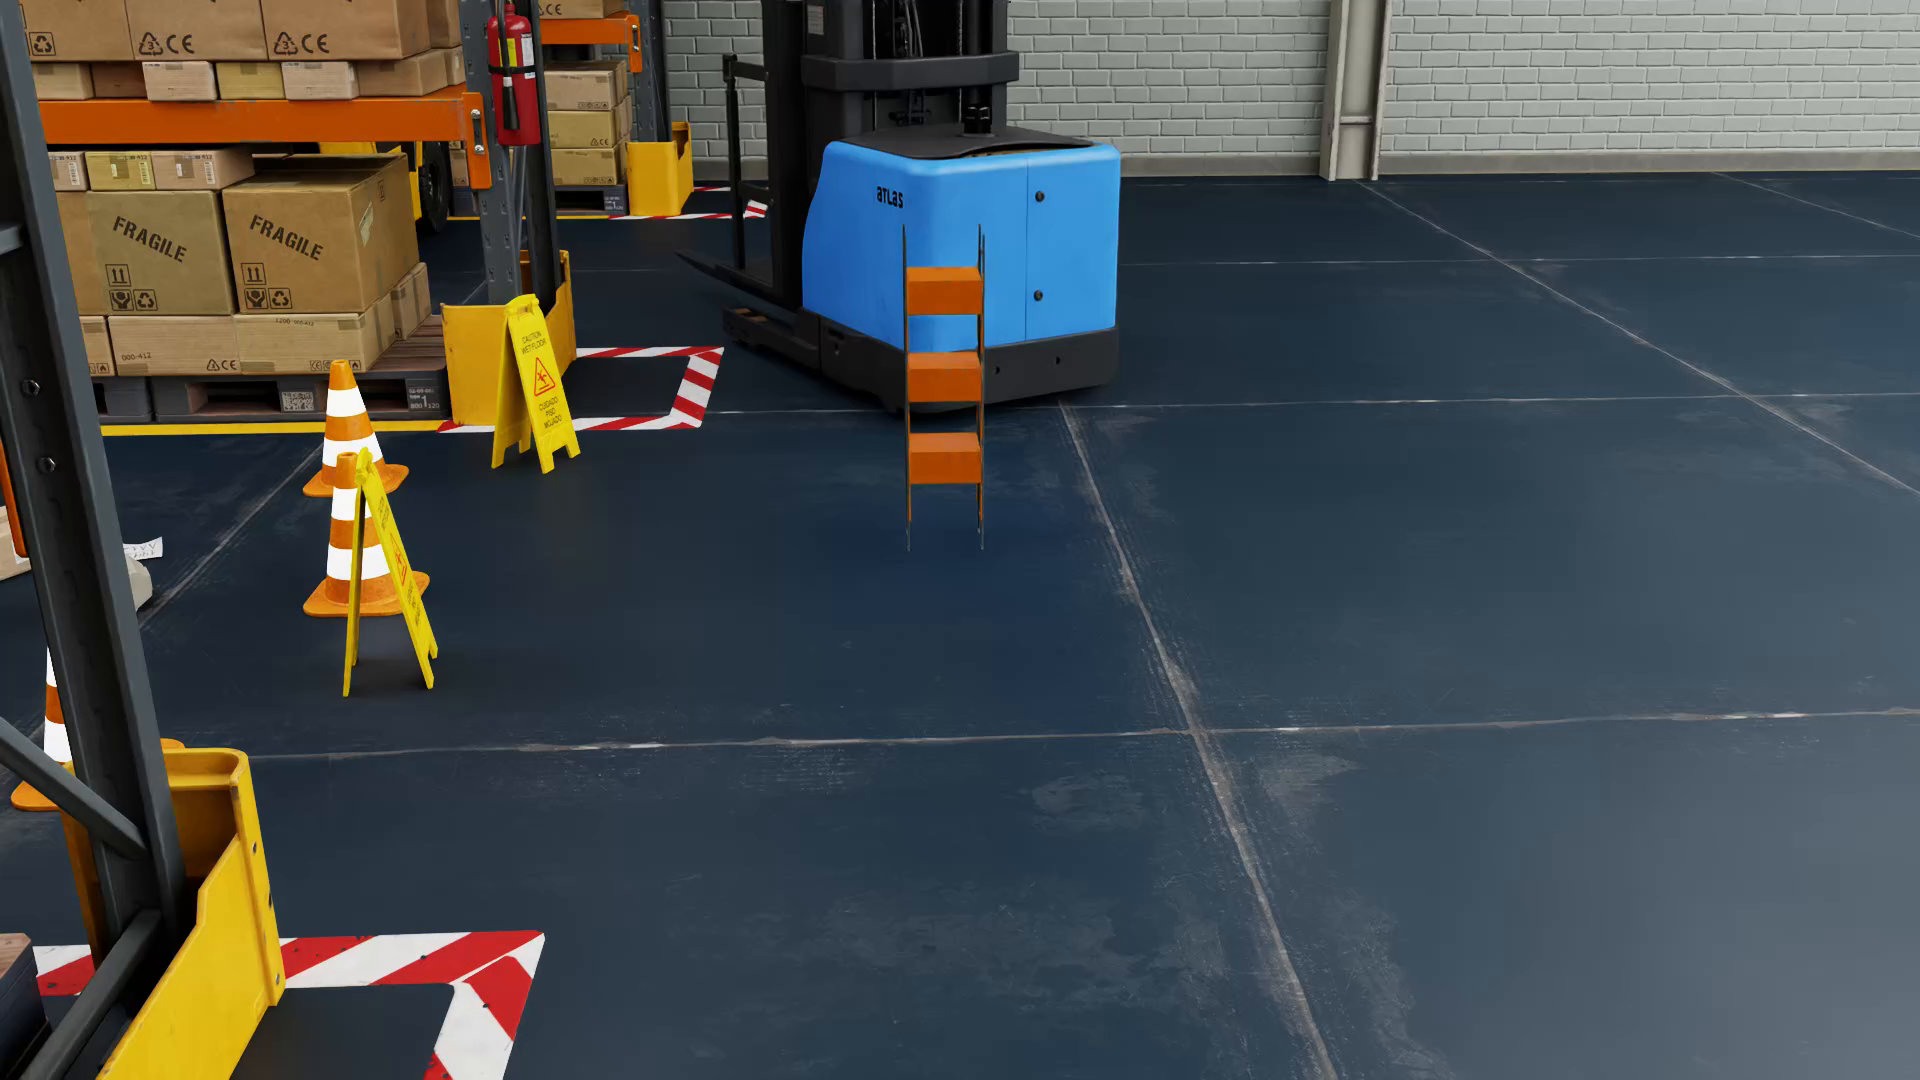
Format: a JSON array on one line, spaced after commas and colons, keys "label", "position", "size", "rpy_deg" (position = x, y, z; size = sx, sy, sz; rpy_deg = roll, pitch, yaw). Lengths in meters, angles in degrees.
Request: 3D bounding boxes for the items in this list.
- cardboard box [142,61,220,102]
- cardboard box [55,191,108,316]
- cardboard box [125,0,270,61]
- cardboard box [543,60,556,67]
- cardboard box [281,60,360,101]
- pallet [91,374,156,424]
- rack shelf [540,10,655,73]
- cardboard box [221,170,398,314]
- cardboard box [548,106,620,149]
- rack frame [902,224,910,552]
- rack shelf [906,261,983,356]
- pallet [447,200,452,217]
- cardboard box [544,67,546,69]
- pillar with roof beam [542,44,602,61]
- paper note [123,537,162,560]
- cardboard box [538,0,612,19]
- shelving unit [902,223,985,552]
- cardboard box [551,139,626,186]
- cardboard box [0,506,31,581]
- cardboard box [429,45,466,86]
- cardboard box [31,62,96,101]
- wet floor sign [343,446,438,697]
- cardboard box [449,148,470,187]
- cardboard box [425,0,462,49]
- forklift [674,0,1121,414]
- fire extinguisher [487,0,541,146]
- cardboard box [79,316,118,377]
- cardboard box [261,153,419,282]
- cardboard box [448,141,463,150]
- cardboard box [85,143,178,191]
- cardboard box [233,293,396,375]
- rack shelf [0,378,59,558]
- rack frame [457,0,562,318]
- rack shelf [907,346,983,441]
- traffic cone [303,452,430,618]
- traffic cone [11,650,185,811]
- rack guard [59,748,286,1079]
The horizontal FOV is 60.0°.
[{"label": "cardboard box", "position": [-3.007, -1.824, 6.550], "size": [0.250, 0.149, 0.380], "rpy_deg": [-1, 21, -2]}, {"label": "cardboard box", "position": [-3.697, -1.217, 6.821], "size": [0.500, 0.500, 0.500], "rpy_deg": [-2, 21, -4]}, {"label": "cardboard box", "position": [-2.913, -2.152, 6.498], "size": [0.500, 0.500, 0.500], "rpy_deg": [-1, 21, -3]}, {"label": "cardboard box", "position": [-3.163, -3.271, 11.866], "size": [0.500, 0.250, 0.500], "rpy_deg": [-1, 21, -3]}, {"label": "cardboard box", "position": [-2.494, -1.838, 6.585], "size": [0.250, 0.149, 0.380], "rpy_deg": [-1, 21, -4]}, {"label": "pallet", "position": [-3.991, -0.751, 7.297], "size": [1.213, 0.211, 1.003], "rpy_deg": [-1, 21, -3]}, {"label": "rack shelf", "position": [-4.171, -3.470, 11.530], "size": [4.000, 0.370, 1.077], "rpy_deg": [-1, 21, -3]}, {"label": "cardboard box", "position": [-2.672, -1.236, 6.872], "size": [0.500, 0.500, 0.500], "rpy_deg": [-1, 21, -3]}, {"label": "cardboard box", "position": [-2.642, -2.870, 11.516], "size": [0.500, 0.250, 0.500], "rpy_deg": [-1, 21, -4]}, {"label": "rack frame", "position": [-0.175, -0.487, 5.425], "size": [0.008, 1.050, 0.200], "rpy_deg": [-1, 21, -3]}, {"label": "rack shelf", "position": [-0.053, -0.745, 5.334], "size": [0.240, 0.259, 0.215], "rpy_deg": [-1, 21, -3]}, {"label": "pallet", "position": [-4.150, -2.489, 11.862], "size": [1.213, 0.211, 1.003], "rpy_deg": [-1, 21, -3]}, {"label": "cardboard box", "position": [-3.125, -3.092, 11.397], "size": [0.500, 0.250, 0.500], "rpy_deg": [-1, 21, -2]}, {"label": "pillar with roof beam", "position": [-2.675, -5.427, 7.228], "size": [0.400, 9.000, 9.100], "rpy_deg": [-1, 21, -3]}, {"label": "paper note", "position": [-2.717, 0.031, 5.498], "size": [0.142, 0.019, 0.148], "rpy_deg": [-9, 23, -22]}, {"label": "cardboard box", "position": [-2.650, -3.790, 11.219], "size": [0.500, 0.500, 0.500], "rpy_deg": [-2, 21, -4]}, {"label": "shelving unit", "position": [-0.053, -0.490, 5.431], "size": [0.252, 1.050, 0.215], "rpy_deg": [-1, 21, -3]}, {"label": "cardboard box", "position": [-2.625, -2.636, 11.603], "size": [0.500, 0.250, 0.500], "rpy_deg": [-1, 21, -3]}, {"label": "cardboard box", "position": [-3.079, -0.007, 5.430], "size": [0.250, 0.149, 0.380], "rpy_deg": [10, 23, 25]}, {"label": "cardboard box", "position": [-2.238, -2.033, 7.097], "size": [0.250, 0.149, 0.380], "rpy_deg": [-1, 21, -3]}, {"label": "cardboard box", "position": [-3.521, -1.831, 6.569], "size": [0.250, 0.149, 0.380], "rpy_deg": [-1, 21, -4]}, {"label": "wet floor sign", "position": [-1.587, 0.069, 4.532], "size": [0.232, 0.644, 0.267], "rpy_deg": [-5, 21, -12]}, {"label": "cardboard box", "position": [-3.622, -2.622, 11.567], "size": [0.500, 0.250, 0.500], "rpy_deg": [-1, 21, -2]}, {"label": "cardboard box", "position": [-2.375, -2.358, 7.040], "size": [0.500, 0.500, 0.500], "rpy_deg": [-1, 21, -4]}, {"label": "forklift", "position": [-0.508, -2.361, 7.703], "size": [1.130, 2.935, 3.031], "rpy_deg": [-12, 24, -29]}, {"label": "fire extinguisher", "position": [-1.746, -1.886, 6.467], "size": [0.183, 0.674, 0.296], "rpy_deg": [-1, 21, -3]}, {"label": "cardboard box", "position": [-3.718, -0.862, 6.944], "size": [0.500, 0.250, 0.500], "rpy_deg": [-2, 21, -5]}, {"label": "cardboard box", "position": [-2.732, -1.426, 7.371], "size": [0.500, 0.500, 0.500], "rpy_deg": [-2, 21, -5]}, {"label": "cardboard box", "position": [-3.657, -2.846, 11.452], "size": [0.500, 0.250, 0.500], "rpy_deg": [-2, 21, -4]}, {"label": "cardboard box", "position": [-3.285, -1.504, 6.664], "size": [0.250, 0.149, 0.380], "rpy_deg": [-1, 21, -2]}, {"label": "cardboard box", "position": [-2.702, -0.882, 6.996], "size": [0.500, 0.250, 0.500], "rpy_deg": [-1, 21, -3]}, {"label": "rack shelf", "position": [-3.500, 0.050, 2.285], "size": [4.000, 0.370, 1.077], "rpy_deg": [-1, 21, -3]}, {"label": "rack frame", "position": [-1.887, -2.083, 6.877], "size": [0.127, 3.000, 1.000], "rpy_deg": [-1, 21, -3]}, {"label": "rack shelf", "position": [-0.053, -0.480, 5.435], "size": [0.240, 0.259, 0.215], "rpy_deg": [-1, 21, -3]}, {"label": "traffic cone", "position": [-1.840, -0.043, 5.085], "size": [0.334, 0.463, 0.336], "rpy_deg": [-1, 21, -3]}, {"label": "traffic cone", "position": [-2.115, 0.365, 4.012], "size": [0.334, 0.463, 0.336], "rpy_deg": [-1, 21, -3]}, {"label": "rack guard", "position": [-1.479, 0.841, 2.710], "size": [0.348, 0.500, 1.175], "rpy_deg": [-1, 21, -3]}]
